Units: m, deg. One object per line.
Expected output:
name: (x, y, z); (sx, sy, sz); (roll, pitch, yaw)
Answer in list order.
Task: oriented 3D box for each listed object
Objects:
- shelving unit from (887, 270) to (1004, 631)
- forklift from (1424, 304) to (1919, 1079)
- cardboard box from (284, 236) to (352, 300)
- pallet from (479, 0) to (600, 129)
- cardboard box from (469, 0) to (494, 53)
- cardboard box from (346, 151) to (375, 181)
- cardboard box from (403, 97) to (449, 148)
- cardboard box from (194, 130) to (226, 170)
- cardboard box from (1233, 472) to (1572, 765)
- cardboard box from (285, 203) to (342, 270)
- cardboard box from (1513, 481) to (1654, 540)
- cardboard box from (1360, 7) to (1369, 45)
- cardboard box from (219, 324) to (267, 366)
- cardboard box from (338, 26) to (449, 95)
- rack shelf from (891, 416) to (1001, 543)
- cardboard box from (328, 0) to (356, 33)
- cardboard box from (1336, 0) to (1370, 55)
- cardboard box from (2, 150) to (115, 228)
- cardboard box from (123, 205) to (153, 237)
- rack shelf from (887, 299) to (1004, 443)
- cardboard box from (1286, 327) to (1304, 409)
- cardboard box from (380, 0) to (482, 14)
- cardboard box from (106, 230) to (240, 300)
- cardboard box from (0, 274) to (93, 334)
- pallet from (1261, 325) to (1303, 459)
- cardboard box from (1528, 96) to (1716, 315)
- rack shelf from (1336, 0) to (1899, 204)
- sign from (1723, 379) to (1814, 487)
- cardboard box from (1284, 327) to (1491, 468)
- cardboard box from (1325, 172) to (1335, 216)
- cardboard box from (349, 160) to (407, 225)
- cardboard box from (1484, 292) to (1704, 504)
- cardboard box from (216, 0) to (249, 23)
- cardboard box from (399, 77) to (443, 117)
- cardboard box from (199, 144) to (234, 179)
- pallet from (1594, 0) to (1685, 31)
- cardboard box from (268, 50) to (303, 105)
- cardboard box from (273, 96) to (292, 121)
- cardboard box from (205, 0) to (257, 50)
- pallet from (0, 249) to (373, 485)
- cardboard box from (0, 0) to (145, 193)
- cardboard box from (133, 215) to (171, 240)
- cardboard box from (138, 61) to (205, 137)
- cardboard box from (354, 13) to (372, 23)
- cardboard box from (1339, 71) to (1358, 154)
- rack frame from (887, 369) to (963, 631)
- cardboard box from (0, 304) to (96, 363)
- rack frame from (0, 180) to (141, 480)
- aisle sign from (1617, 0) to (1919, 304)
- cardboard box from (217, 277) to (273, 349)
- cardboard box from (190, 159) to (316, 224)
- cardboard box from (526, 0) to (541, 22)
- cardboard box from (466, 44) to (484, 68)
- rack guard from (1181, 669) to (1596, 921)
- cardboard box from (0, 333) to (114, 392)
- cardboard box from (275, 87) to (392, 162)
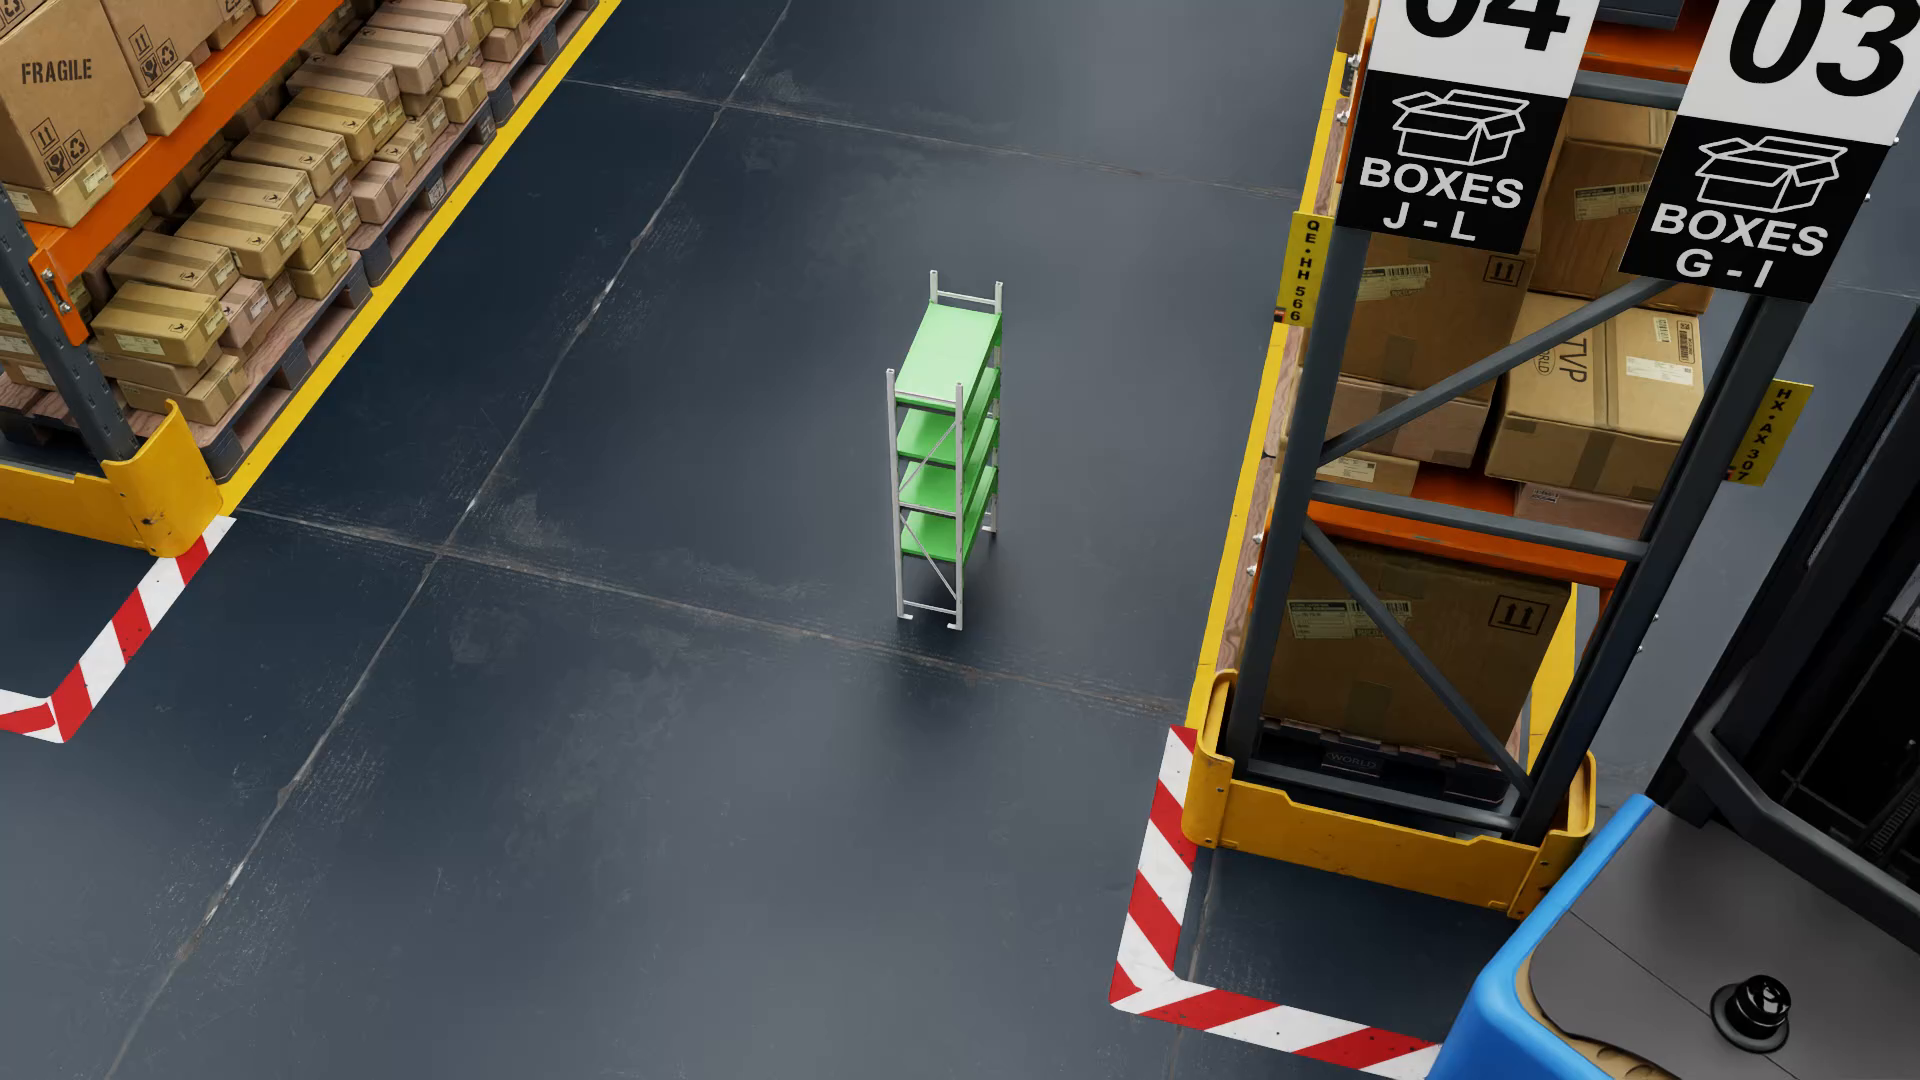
shelving unit: (-0.044, -0.277, 5.694); (0.258, 1.200, 0.503); (12, 50, 10)
forklift: (2.593, 0.264, 4.062); (1.130, 2.935, 3.031); (37, 58, 28)
cardboard box: (-2.769, -1.159, 6.893); (0.380, 0.149, 0.250); (12, 50, 10)
pallet: (-2.527, -2.575, 8.382); (1.003, 0.211, 1.213); (12, 50, 10)
cardboard box: (-2.434, -2.437, 7.823); (0.380, 0.149, 0.250); (12, 50, 10)
cardboard box: (-2.764, -1.681, 7.156); (0.380, 0.149, 0.250); (14, 50, 12)
cardboard box: (-2.565, -1.912, 7.558); (0.380, 0.149, 0.250); (12, 50, 11)
cardboard box: (-3.329, -1.686, 6.962); (0.380, 0.149, 0.250); (13, 50, 11)
cardboard box: (1.413, 0.040, 5.351); (0.875, 0.875, 0.875); (12, 50, 10)
cardboard box: (-2.774, -1.266, 6.789); (0.380, 0.149, 0.250); (13, 50, 11)
cardboard box: (1.733, -0.154, 4.553); (0.380, 0.149, 0.250); (12, 50, 10)
cardboard box: (1.635, -1.770, 5.979); (0.380, 0.149, 0.250); (12, 50, 10)
cardboard box: (-3.001, -0.814, 6.590); (0.380, 0.149, 0.250); (11, 50, 10)
cardboard box: (-2.499, -2.117, 7.342); (0.380, 0.149, 0.250); (10, 49, 9)
rack shelf: (-0.044, -0.235, 5.742); (0.258, 0.148, 0.480); (12, 50, 10)
cardboard box: (-3.016, -2.434, 7.622); (0.380, 0.149, 0.250); (13, 50, 11)
cardboard box: (2.523, -2.842, 7.894); (1.225, 0.875, 0.875); (12, 50, 10)
cardboard box: (-3.036, -1.184, 5.462); (0.380, 0.149, 0.250); (11, 50, 10)
cardboard box: (-3.475, -1.306, 6.626); (0.380, 0.149, 0.250); (11, 49, 9)
rack shelf: (-0.044, -0.553, 5.383); (0.258, 0.148, 0.480); (12, 50, 10)
cardboard box: (1.164, -0.474, 4.835); (0.380, 0.149, 0.250); (12, 50, 10)
cardboard box: (-2.458, -2.528, 7.705); (0.380, 0.149, 0.250); (13, 50, 11)
cardboard box: (-3.015, -1.025, 6.379); (0.380, 0.149, 0.250); (12, 50, 11)
cardboard box: (-3.542, -0.923, 6.289); (0.380, 0.149, 0.250); (12, 50, 10)
pallet: (1.779, -0.596, 6.636); (1.003, 0.211, 1.213); (12, 50, 10)
cardboard box: (1.840, -0.998, 4.532); (0.500, 0.500, 0.500); (10, 49, 9)
rack shelf: (1.848, -2.247, 4.712); (1.077, 0.370, 4.000); (12, 50, 10)
sign: (1.855, -0.245, 3.835); (0.100, 0.325, 0.005); (12, 50, 10)
cardboard box: (1.193, -0.497, 4.590); (0.500, 0.250, 0.500); (11, 49, 9)
cardboard box: (1.365, -1.024, 5.321); (0.380, 0.149, 0.250); (11, 49, 9)
cardboard box: (-2.644, -1.525, 7.217); (0.380, 0.149, 0.250); (9, 49, 8)
cardboard box: (1.708, -0.388, 4.494); (0.500, 0.250, 0.500); (10, 49, 9)
cardboard box: (-2.795, -2.243, 5.964); (0.500, 0.500, 0.500); (12, 50, 11)
cardboard box: (-2.572, -2.059, 7.489); (0.380, 0.149, 0.250); (9, 49, 8)
cardboard box: (-3.315, -1.583, 7.069); (0.380, 0.149, 0.250); (12, 50, 11)
pallet: (1.507, -1.548, 3.674); (1.003, 0.211, 1.213); (12, 50, 10)
cardboard box: (-3.111, -2.050, 7.283); (0.380, 0.149, 0.250); (12, 50, 10)
cardboard box: (-3.184, -1.969, 7.411); (0.380, 0.149, 0.250); (12, 50, 10)
cardboard box: (-2.855, -1.966, 6.152); (0.380, 0.149, 0.250); (11, 50, 10)
pallet: (-3.169, -0.810, 6.825); (1.003, 0.211, 1.213); (12, 50, 10)
cardboard box: (-3.052, -1.499, 5.308); (0.500, 0.500, 0.500); (14, 50, 12)
cardboard box: (-3.438, -1.206, 6.737); (0.380, 0.149, 0.250); (10, 49, 8)
cardboard box: (-2.886, -1.560, 5.794); (0.380, 0.149, 0.250); (10, 49, 9)
cardboard box: (-2.872, -2.507, 7.885); (0.380, 0.149, 0.250); (9, 49, 8)
cardboard box: (1.461, -1.232, 5.239); (0.500, 0.250, 0.500); (10, 49, 9)
rack frame: (-0.108, -0.101, 5.539); (0.240, 1.200, 0.015); (12, 50, 10)
cardboard box: (-3.574, -0.830, 6.405); (0.380, 0.149, 0.250); (10, 49, 9)
rack frame: (-3.437, -1.098, 5.218); (1.000, 3.000, 0.127); (12, 50, 10)
aisle sign: (1.592, -0.795, 3.217); (0.394, 0.787, 0.004); (12, 50, 10)
cardboard box: (-2.925, -0.907, 6.473); (0.380, 0.149, 0.250); (11, 50, 10)
cardboard box: (-2.840, -1.378, 6.690); (0.380, 0.149, 0.250); (9, 49, 8)
cardboard box: (-2.308, -2.664, 8.222); (0.380, 0.149, 0.250); (13, 50, 11)
cardboard box: (-2.502, -2.294, 7.895); (0.380, 0.149, 0.250); (10, 49, 9)
rack guard: (1.315, 0.799, 5.212); (1.175, 0.500, 0.348); (12, 50, 10)
cardboard box: (-3.500, -0.715, 6.502); (0.380, 0.149, 0.250); (12, 50, 11)
cardboard box: (-2.644, -1.758, 7.025); (0.380, 0.149, 0.250); (12, 50, 11)
